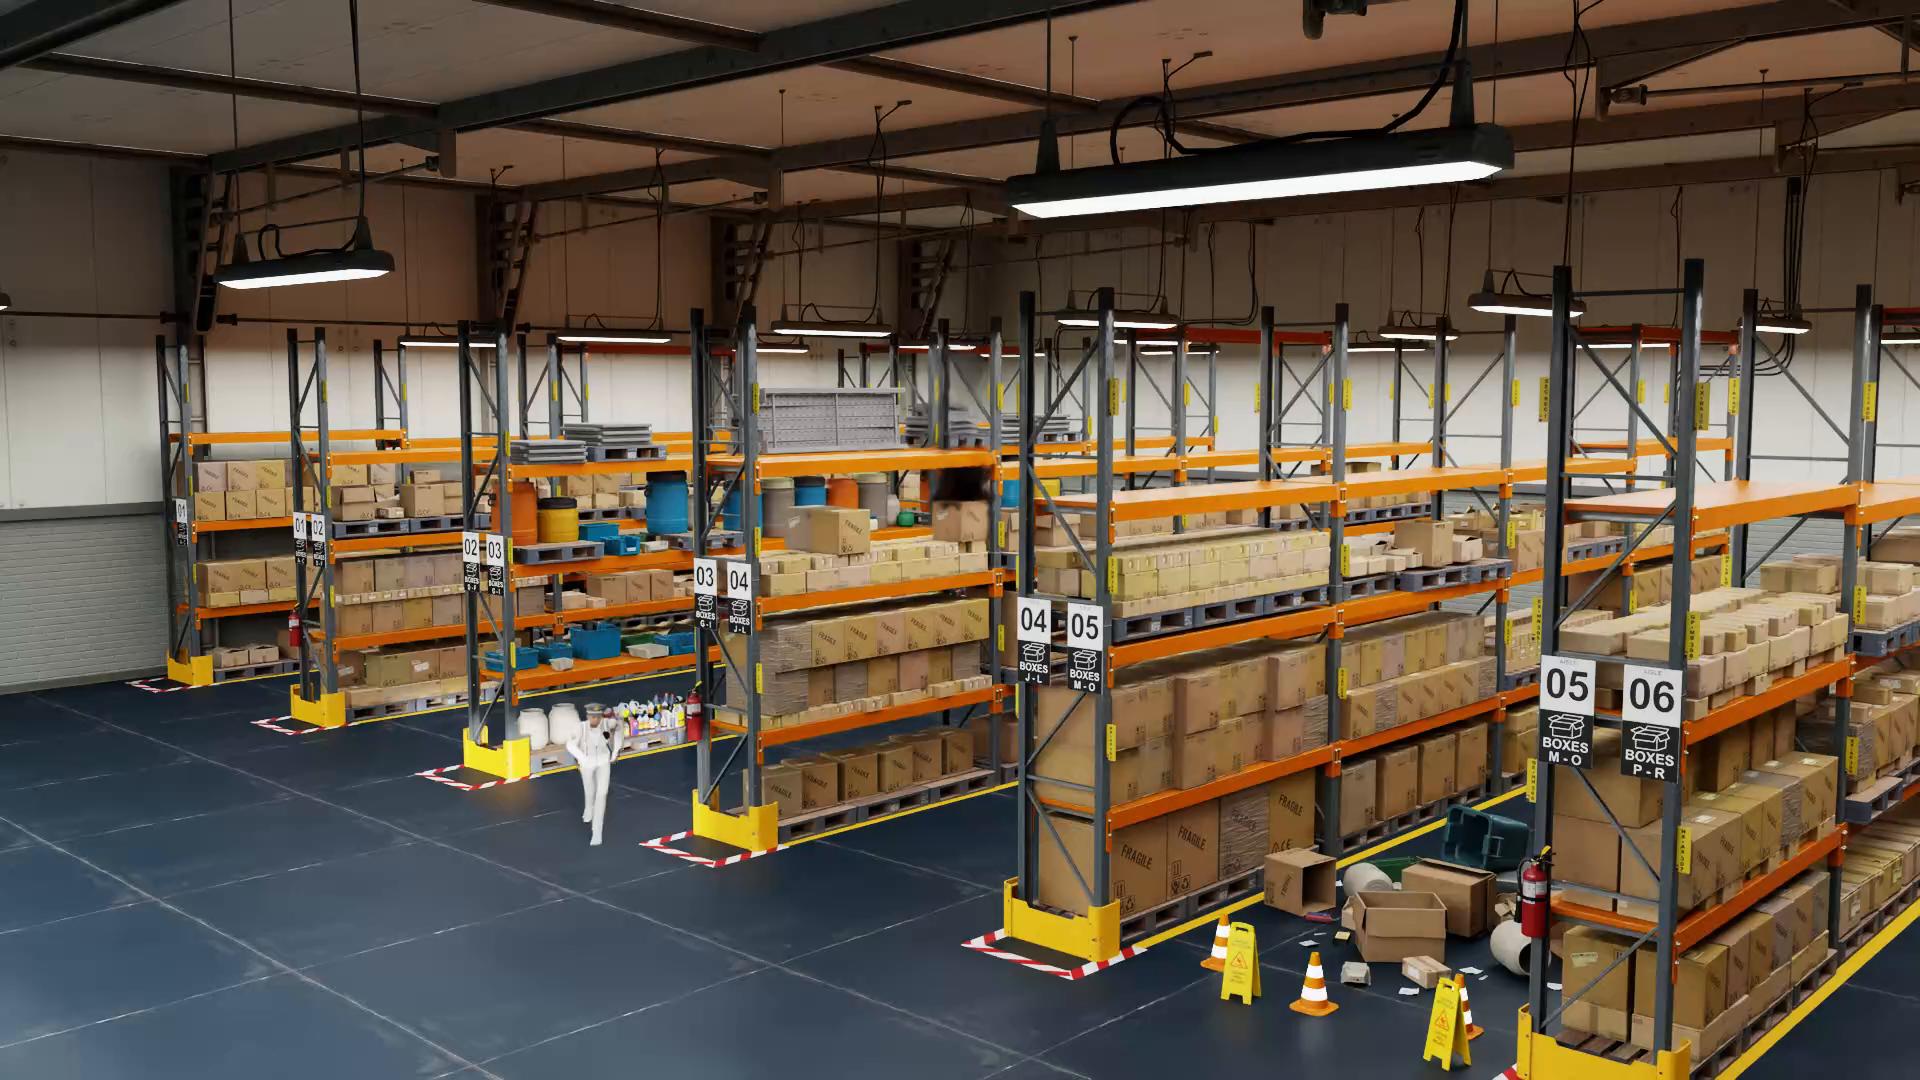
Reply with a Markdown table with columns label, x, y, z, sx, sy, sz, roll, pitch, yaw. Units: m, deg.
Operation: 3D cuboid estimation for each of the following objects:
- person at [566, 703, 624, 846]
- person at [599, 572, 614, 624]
| label | x | y | z | sx | sy | sz | roll | pitch | yaw |
| --- | --- | --- | --- | --- | --- | --- | --- | --- | --- |
| person | -4.186 | 2.607 | 19.050 | 0.655 | 1.628 | 0.978 | -2 | 6 | -20 |
| person | -6.683 | 1.410 | 31.503 | 0.667 | 1.604 | 0.508 | -5 | 7 | -43 |
